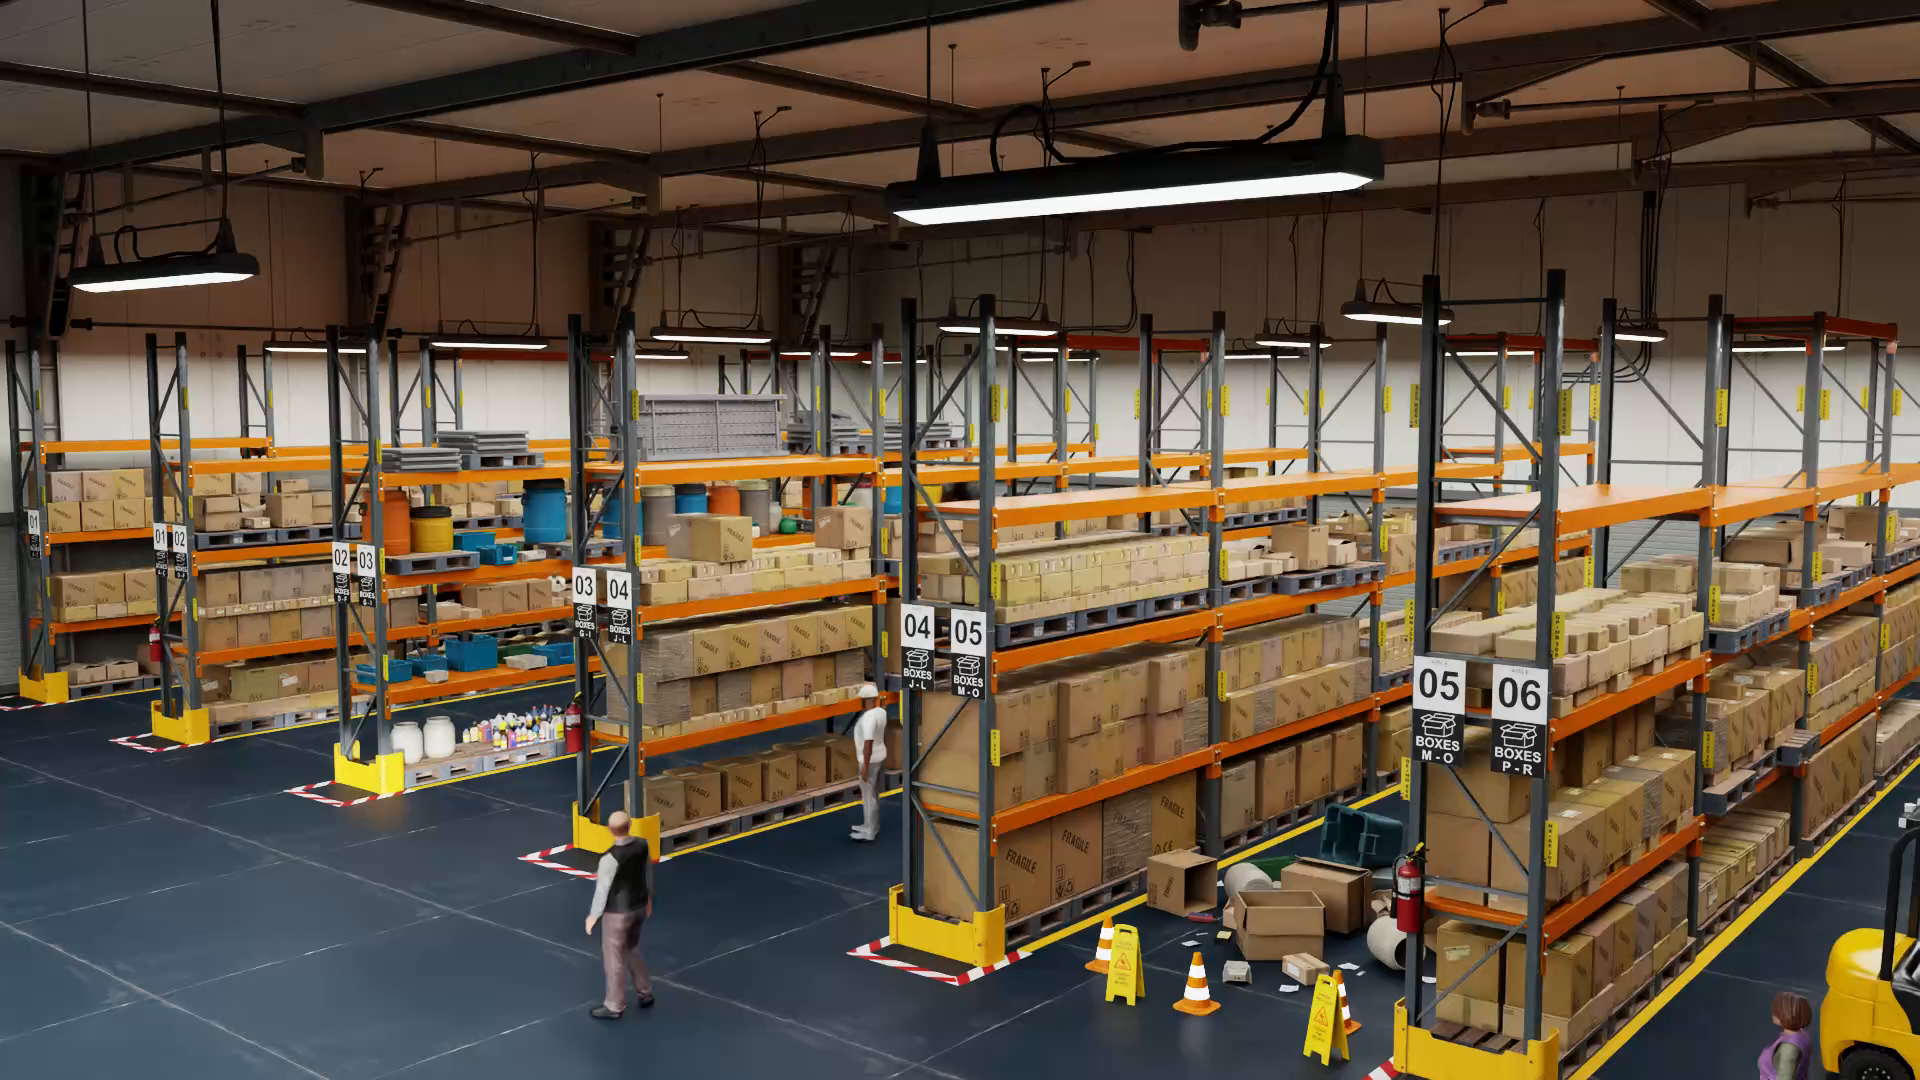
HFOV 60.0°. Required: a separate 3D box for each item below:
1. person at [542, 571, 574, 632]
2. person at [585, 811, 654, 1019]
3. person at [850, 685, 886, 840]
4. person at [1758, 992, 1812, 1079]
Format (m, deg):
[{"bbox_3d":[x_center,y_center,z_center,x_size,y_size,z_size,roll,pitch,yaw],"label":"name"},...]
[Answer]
[{"bbox_3d":[-8.253,1.283,33.957,0.613,1.636,0.996,4,6,37],"label":"person"},{"bbox_3d":[-2.812,3.095,13.744,0.447,1.771,0.625,2,6,25],"label":"person"},{"bbox_3d":[-1.077,2.546,19.215,0.443,1.770,0.630,1,5,11],"label":"person"},{"bbox_3d":[4.964,3.476,9.908,0.711,1.588,0.388,2,5,18],"label":"person"}]
